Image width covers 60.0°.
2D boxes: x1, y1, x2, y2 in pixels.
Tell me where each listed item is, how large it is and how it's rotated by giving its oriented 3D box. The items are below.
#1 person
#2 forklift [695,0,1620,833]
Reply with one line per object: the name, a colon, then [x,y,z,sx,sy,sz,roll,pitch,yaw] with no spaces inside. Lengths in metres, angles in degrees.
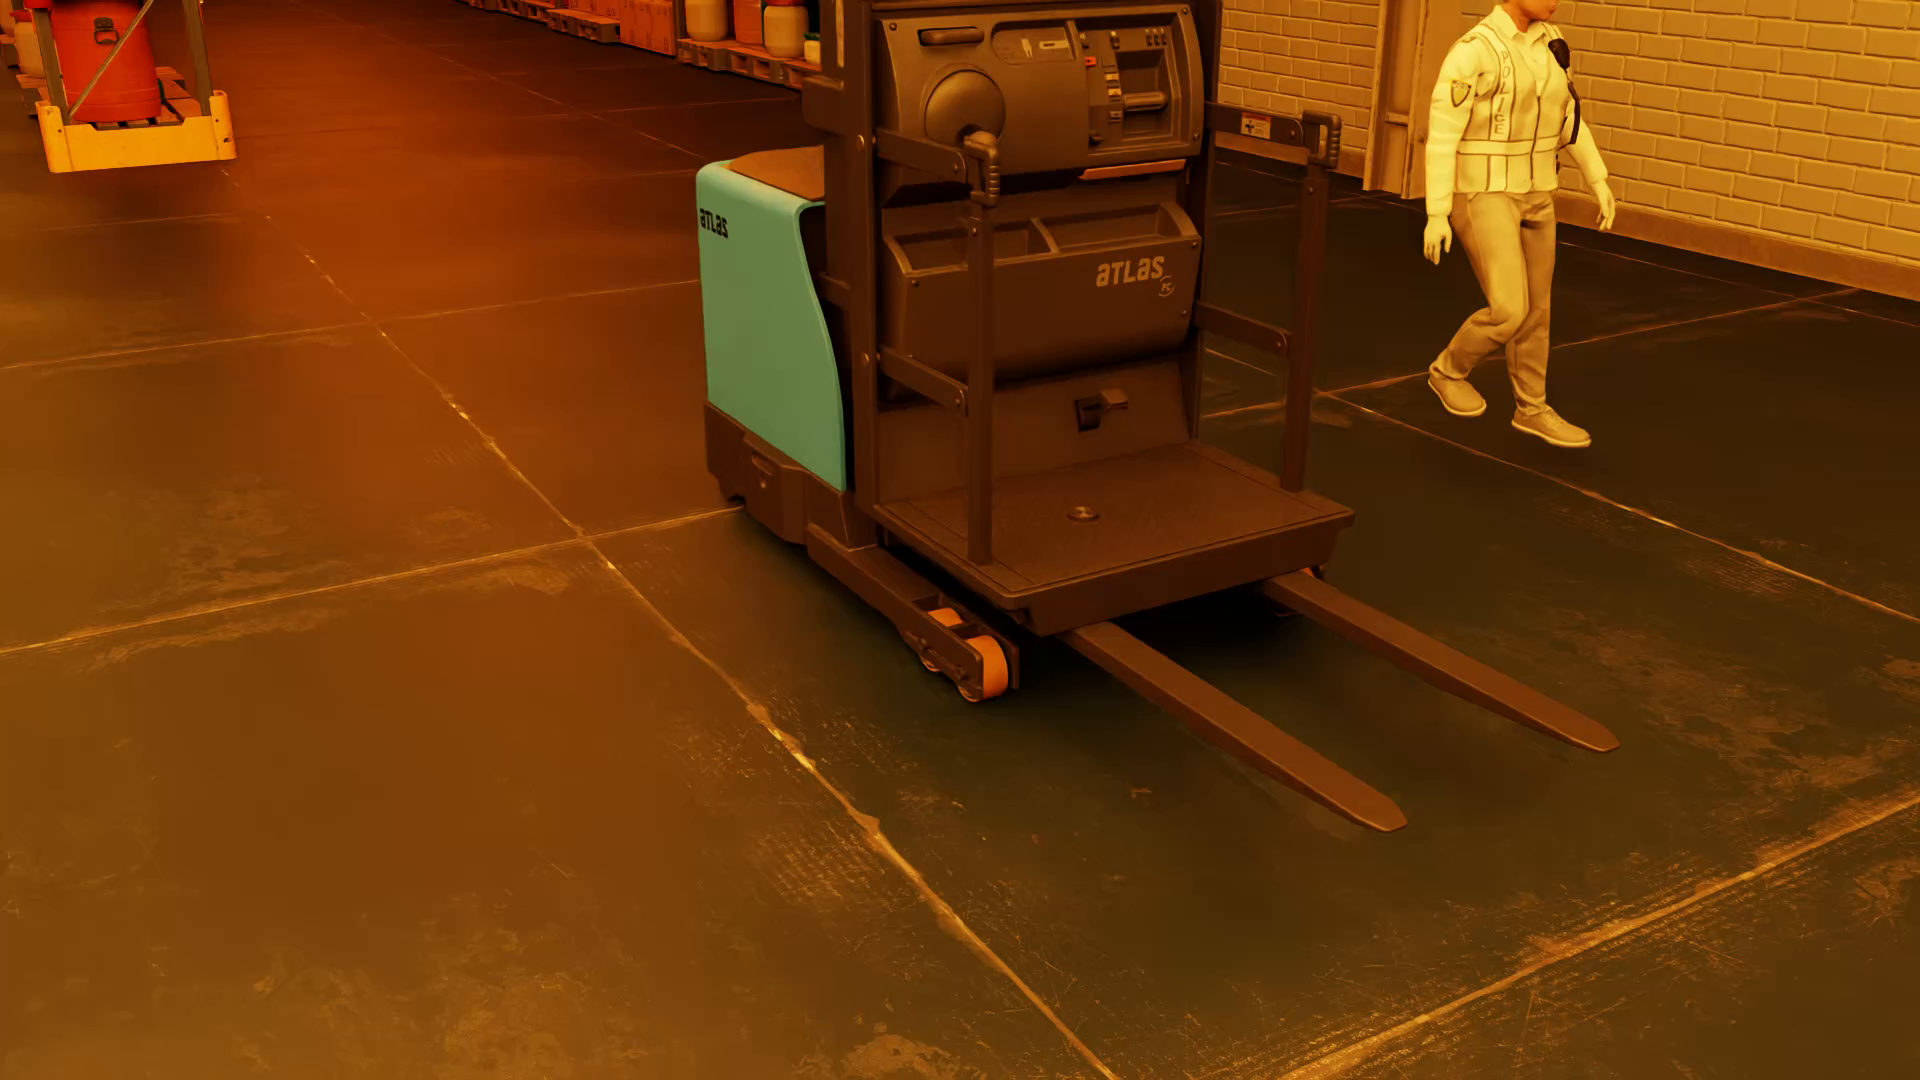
person: [1.807,-1.077,5.369,0.707,1.665,0.439,-12,25,-26]
forklift: [0.339,-1.151,4.077,1.130,2.935,3.031,-13,25,-28]
